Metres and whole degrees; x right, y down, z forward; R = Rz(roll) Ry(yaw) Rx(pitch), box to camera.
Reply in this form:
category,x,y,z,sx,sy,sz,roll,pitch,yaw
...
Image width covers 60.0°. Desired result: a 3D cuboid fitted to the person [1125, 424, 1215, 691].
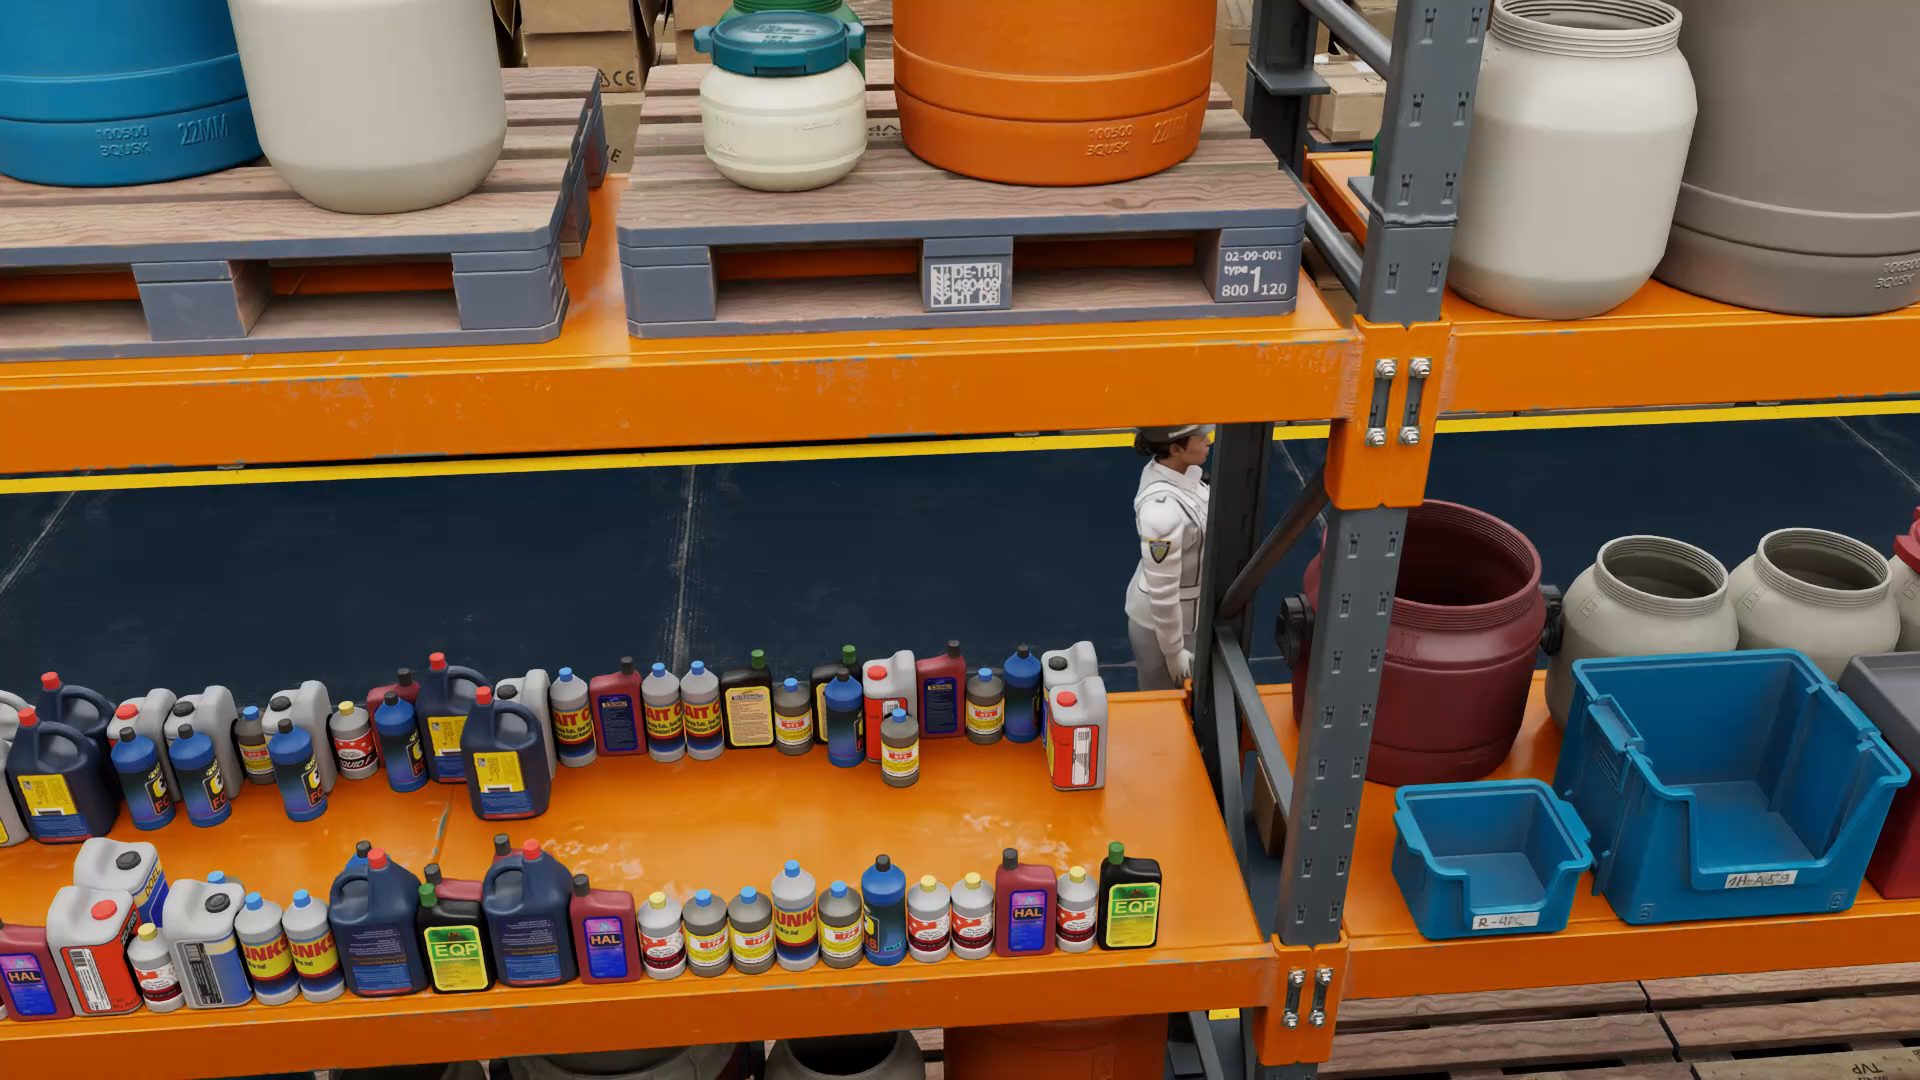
category,x,y,z,sx,sy,sz,roll,pitch,yaw
person,0.713,0.270,5.650,0.359,1.715,0.506,6,32,10
